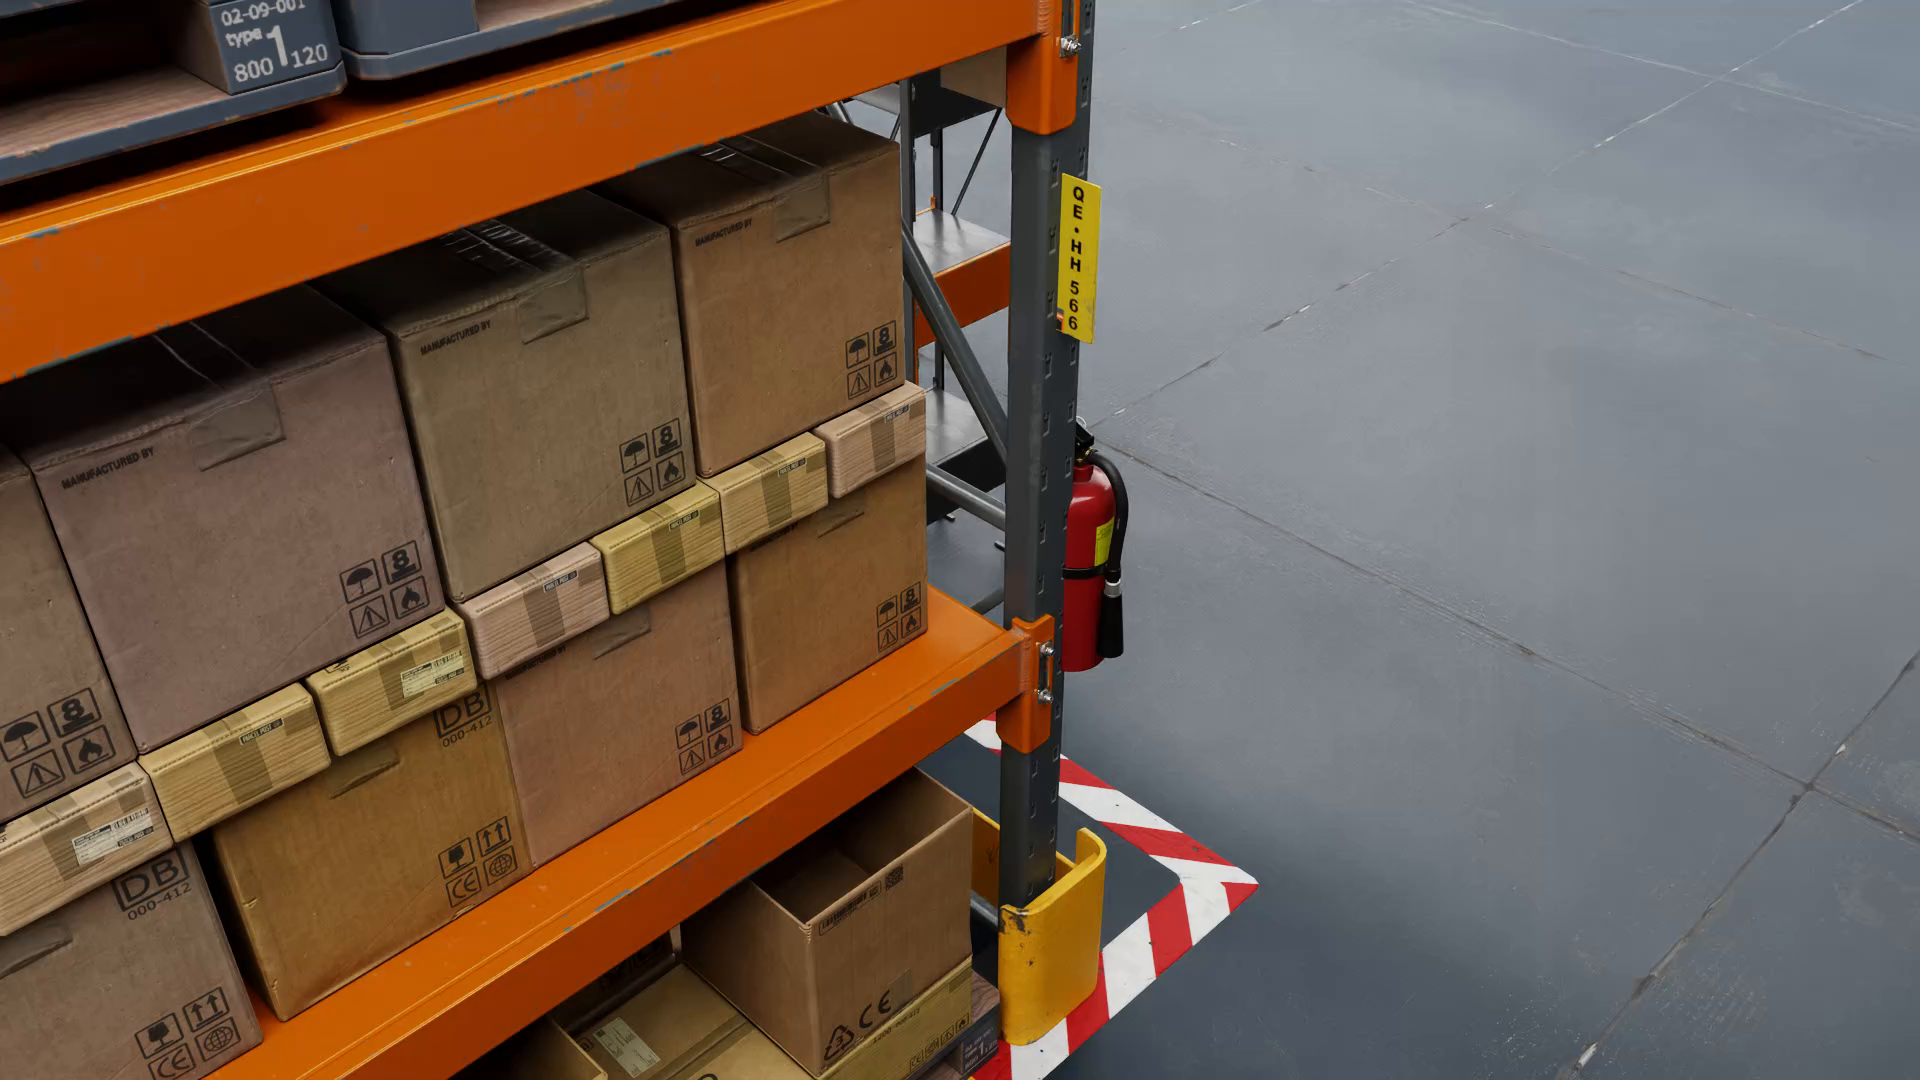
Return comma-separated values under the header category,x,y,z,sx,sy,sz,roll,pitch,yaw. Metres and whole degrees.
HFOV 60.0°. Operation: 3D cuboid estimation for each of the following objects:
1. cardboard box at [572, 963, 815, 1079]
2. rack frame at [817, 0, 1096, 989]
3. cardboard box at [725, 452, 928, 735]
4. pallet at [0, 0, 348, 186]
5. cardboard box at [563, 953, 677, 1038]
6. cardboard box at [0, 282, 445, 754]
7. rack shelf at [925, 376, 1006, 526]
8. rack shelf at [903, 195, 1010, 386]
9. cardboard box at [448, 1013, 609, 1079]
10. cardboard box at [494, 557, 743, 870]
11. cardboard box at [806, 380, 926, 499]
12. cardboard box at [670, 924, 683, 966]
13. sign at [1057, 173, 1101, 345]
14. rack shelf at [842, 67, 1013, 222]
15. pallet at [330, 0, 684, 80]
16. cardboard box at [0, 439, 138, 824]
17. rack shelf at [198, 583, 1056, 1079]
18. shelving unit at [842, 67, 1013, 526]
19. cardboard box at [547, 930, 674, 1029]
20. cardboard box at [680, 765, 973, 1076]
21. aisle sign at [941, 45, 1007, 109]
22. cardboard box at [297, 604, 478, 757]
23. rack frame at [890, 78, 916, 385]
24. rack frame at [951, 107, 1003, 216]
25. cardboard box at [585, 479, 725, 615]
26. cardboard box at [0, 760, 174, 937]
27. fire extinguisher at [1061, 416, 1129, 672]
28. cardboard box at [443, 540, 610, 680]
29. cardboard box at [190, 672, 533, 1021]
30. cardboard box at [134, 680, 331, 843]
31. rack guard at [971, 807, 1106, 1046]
category,x,y,z,sx,sy,sz,roll,pitch,yaw
cardboard box,-0.664,1.314,3.780,0.500,0.250,0.500,30,45,35
rack frame,-0.152,-0.186,3.895,1.000,3.000,0.127,30,45,35
cardboard box,-0.490,-0.043,3.602,0.700,0.500,0.500,30,45,35
pallet,-1.529,-0.606,1.952,1.003,0.211,1.213,30,45,35
cardboard box,-1.038,1.102,4.084,0.500,0.250,0.500,30,45,35
cardboard box,-1.249,-0.133,2.597,0.500,0.500,0.700,-30,45,-35
rack shelf,-0.117,-0.209,5.961,0.431,0.518,0.480,30,45,35
rack shelf,-0.117,-0.783,5.561,0.431,0.518,0.480,30,45,35
cardboard box,-1.013,1.211,3.272,0.500,0.500,0.500,30,45,35
cardboard box,-2.347,1.459,2.183,4.930,1.340,1.023,-29,44,-35
cardboard box,-0.286,-0.261,3.348,0.380,0.149,0.250,29,44,35
cardboard box,-0.688,0.898,4.377,0.500,0.250,0.500,30,45,35
sign,0.223,-0.534,3.174,0.100,0.325,0.005,30,45,35
rack shelf,-0.117,-1.357,5.160,0.431,0.518,0.480,30,45,35
pallet,-0.669,-1.104,2.665,1.003,0.211,1.213,30,45,35
cardboard box,-1.602,0.071,2.305,0.700,0.500,0.500,30,45,35
rack shelf,-1.562,0.921,2.936,1.077,0.370,4.000,30,45,35
shelving unit,-0.118,-0.793,5.552,0.431,2.100,0.499,30,45,35
cardboard box,-1.039,0.794,3.871,0.500,0.500,0.500,30,45,35
cardboard box,-0.319,0.800,3.862,0.500,0.500,0.500,30,45,35
aisle sign,0.102,-1.161,3.019,0.394,0.787,0.004,30,45,35
cardboard box,-1.013,0.157,2.748,0.250,0.149,0.380,-28,44,-34
rack frame,-0.289,-0.695,5.411,0.400,2.100,0.015,30,45,35
rack frame,0.054,-0.894,5.696,0.380,1.831,0.006,30,45,35
cardboard box,-0.650,-0.051,3.046,0.380,0.149,0.250,29,44,35
cardboard box,-1.378,0.369,2.444,0.380,0.149,0.250,29,44,35
fire extinguisher,0.260,-0.015,3.717,0.296,0.674,0.183,30,45,35
cardboard box,-0.829,0.051,2.901,0.250,0.149,0.380,-29,44,-35
cardboard box,-1.211,0.372,3.008,0.500,0.500,0.700,-30,45,-35
cardboard box,-1.198,0.265,2.593,0.250,0.149,0.380,-29,44,-34
rack guard,-0.136,0.829,4.624,1.175,0.500,0.348,30,45,35
